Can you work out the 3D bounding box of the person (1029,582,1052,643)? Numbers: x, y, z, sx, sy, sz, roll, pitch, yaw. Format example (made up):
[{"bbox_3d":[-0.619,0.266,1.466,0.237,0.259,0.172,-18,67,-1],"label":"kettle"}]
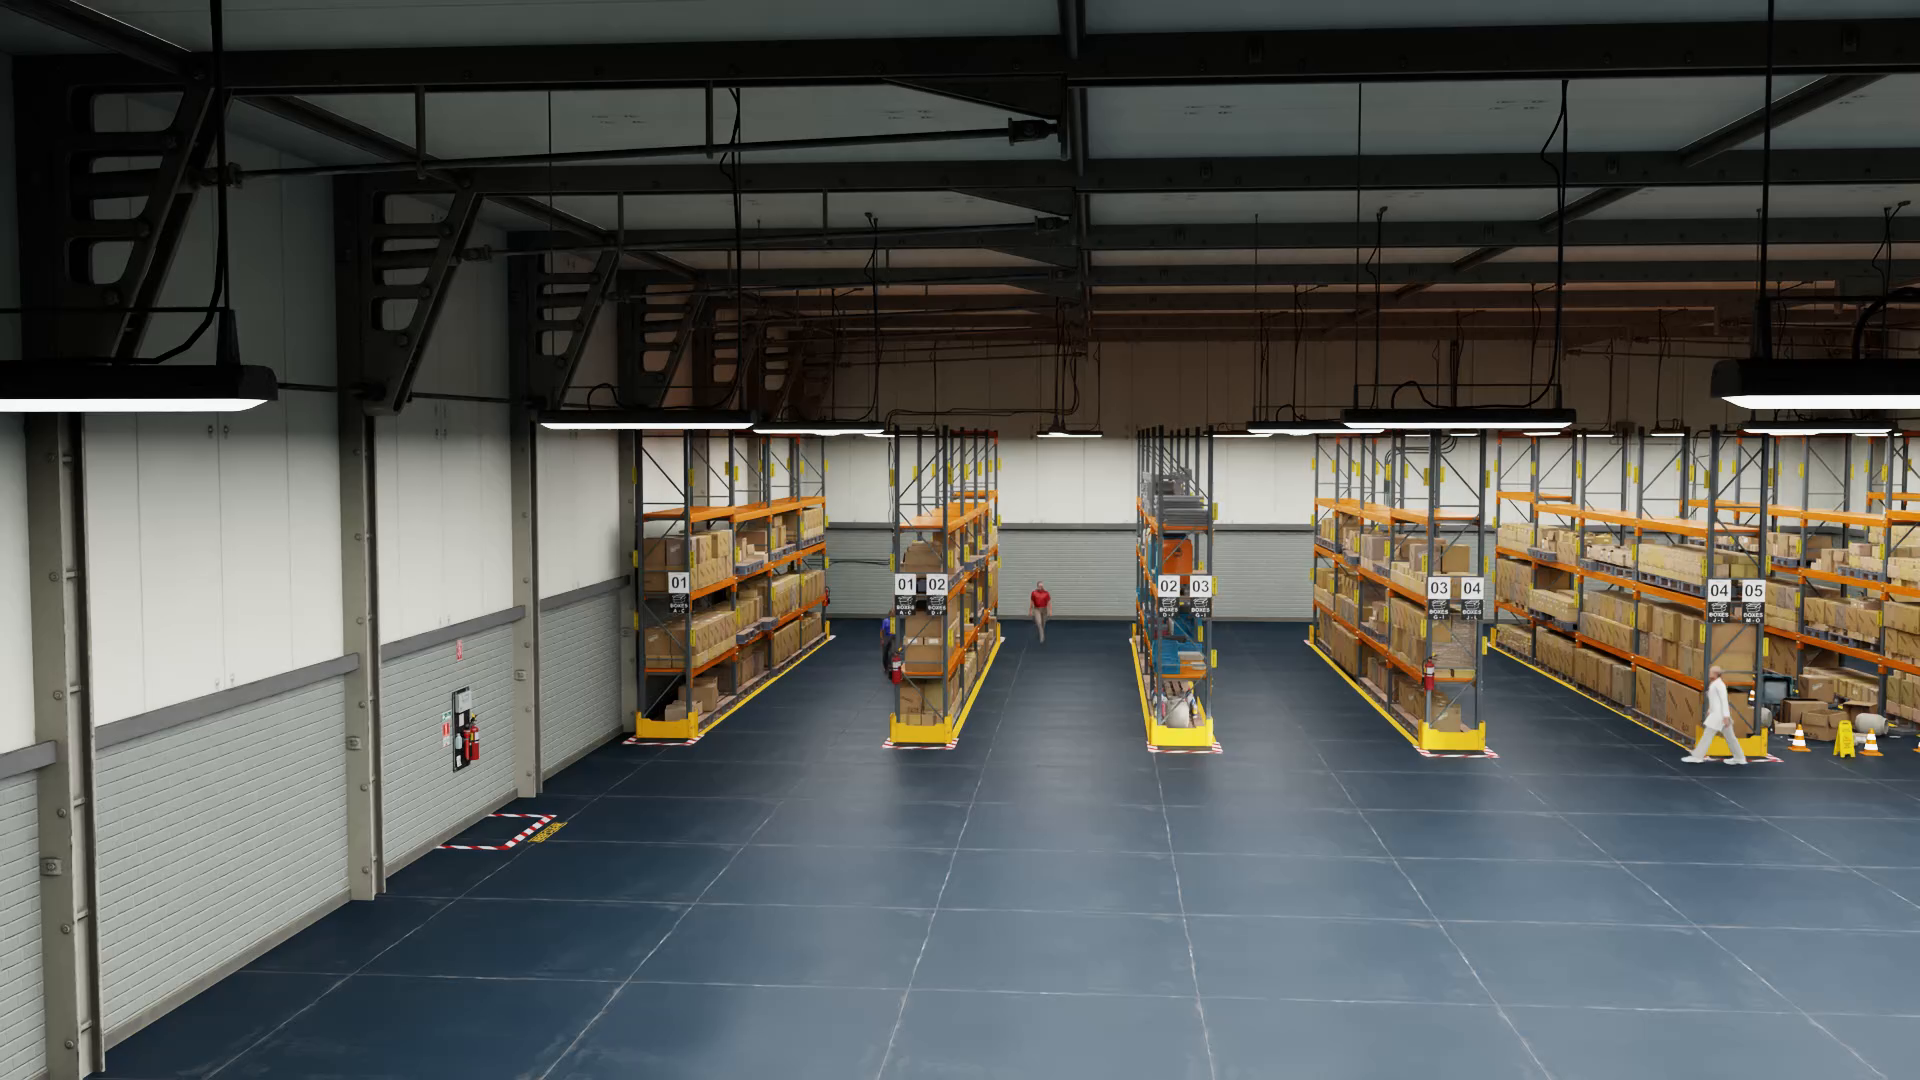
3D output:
[{"bbox_3d":[2.323,2.029,47.204,0.585,1.679,1.001,-1,4,-16],"label":"person"}]

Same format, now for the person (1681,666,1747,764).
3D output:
[{"bbox_3d":[13.297,3.072,29.277,1.059,1.718,0.626,2,4,25],"label":"person"}]

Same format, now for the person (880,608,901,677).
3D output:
[{"bbox_3d":[-1.684,2.483,40.541,0.543,1.641,0.805,-1,3,-12],"label":"person"}]
